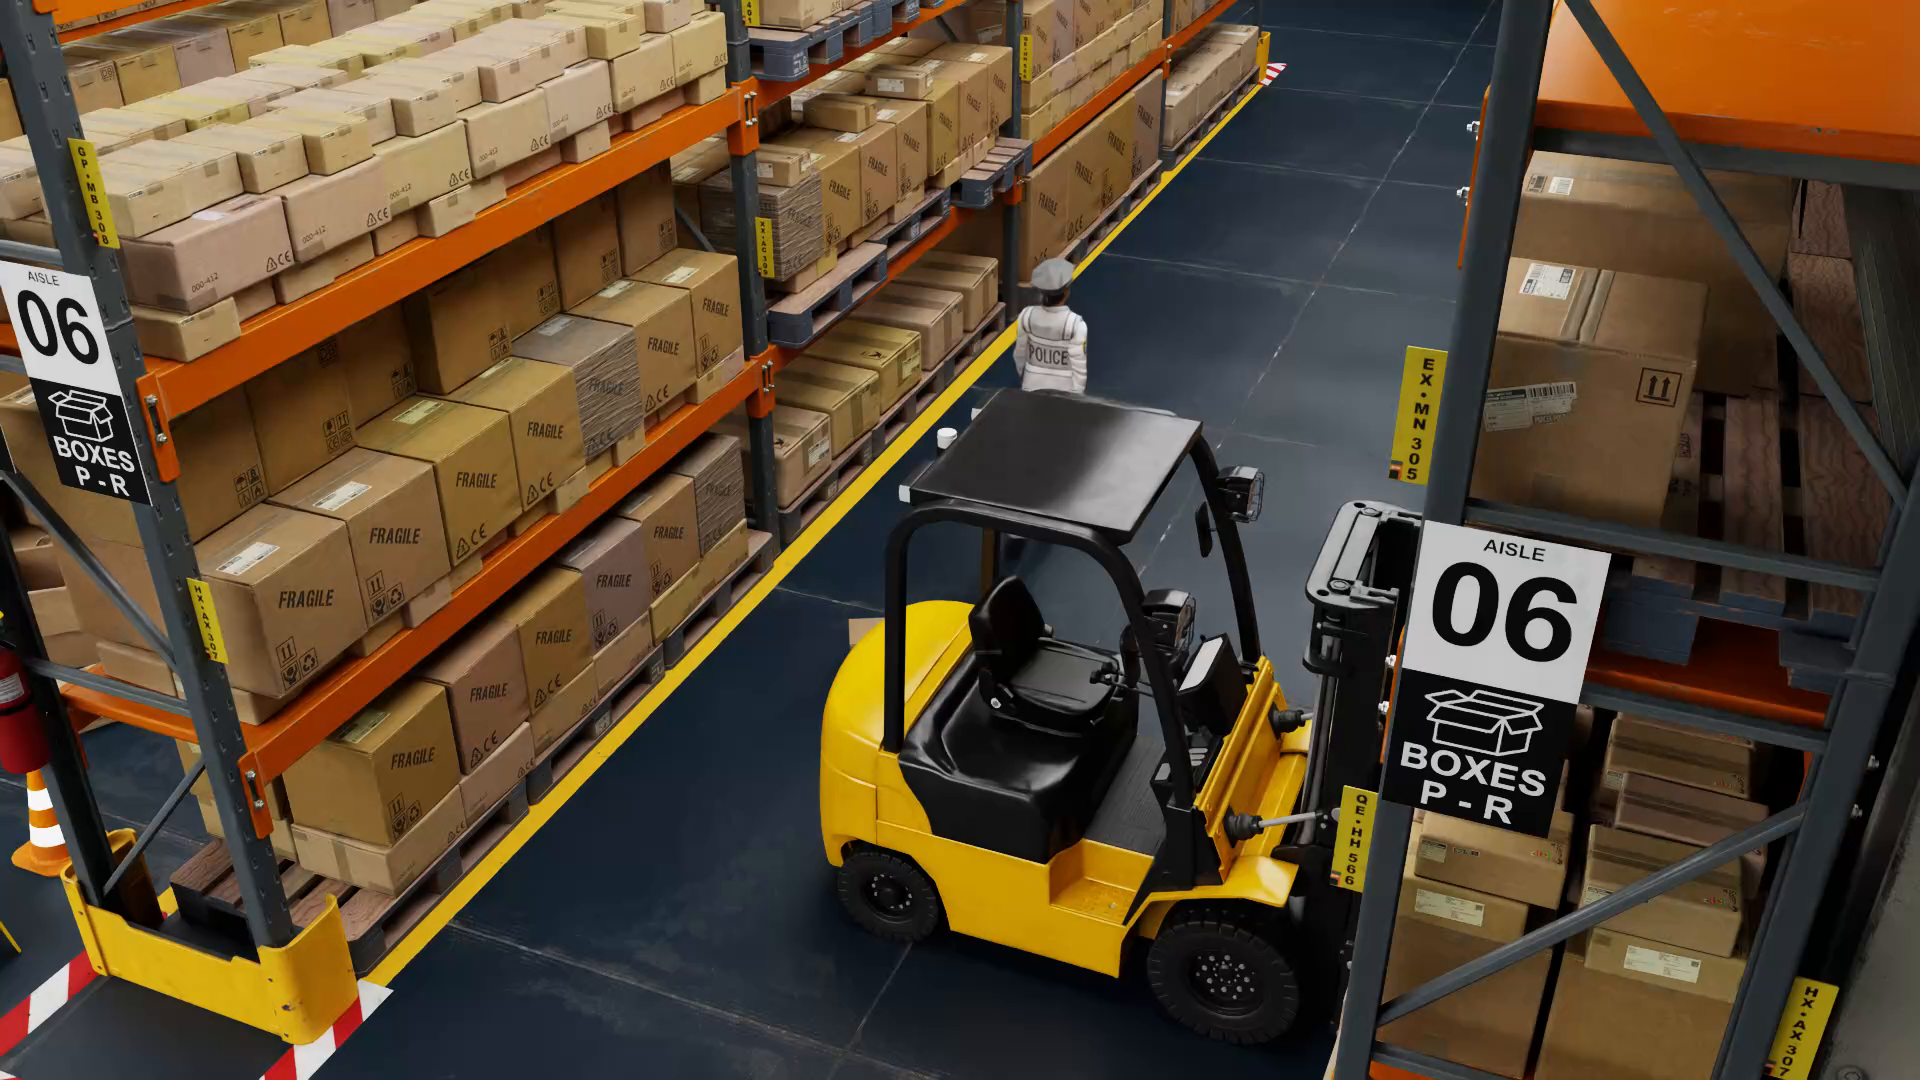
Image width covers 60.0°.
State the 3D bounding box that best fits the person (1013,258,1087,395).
[{"bbox_3d":[0.534,-0.884,9.891,0.480,1.639,0.993,8,31,14],"label":"person"}]
